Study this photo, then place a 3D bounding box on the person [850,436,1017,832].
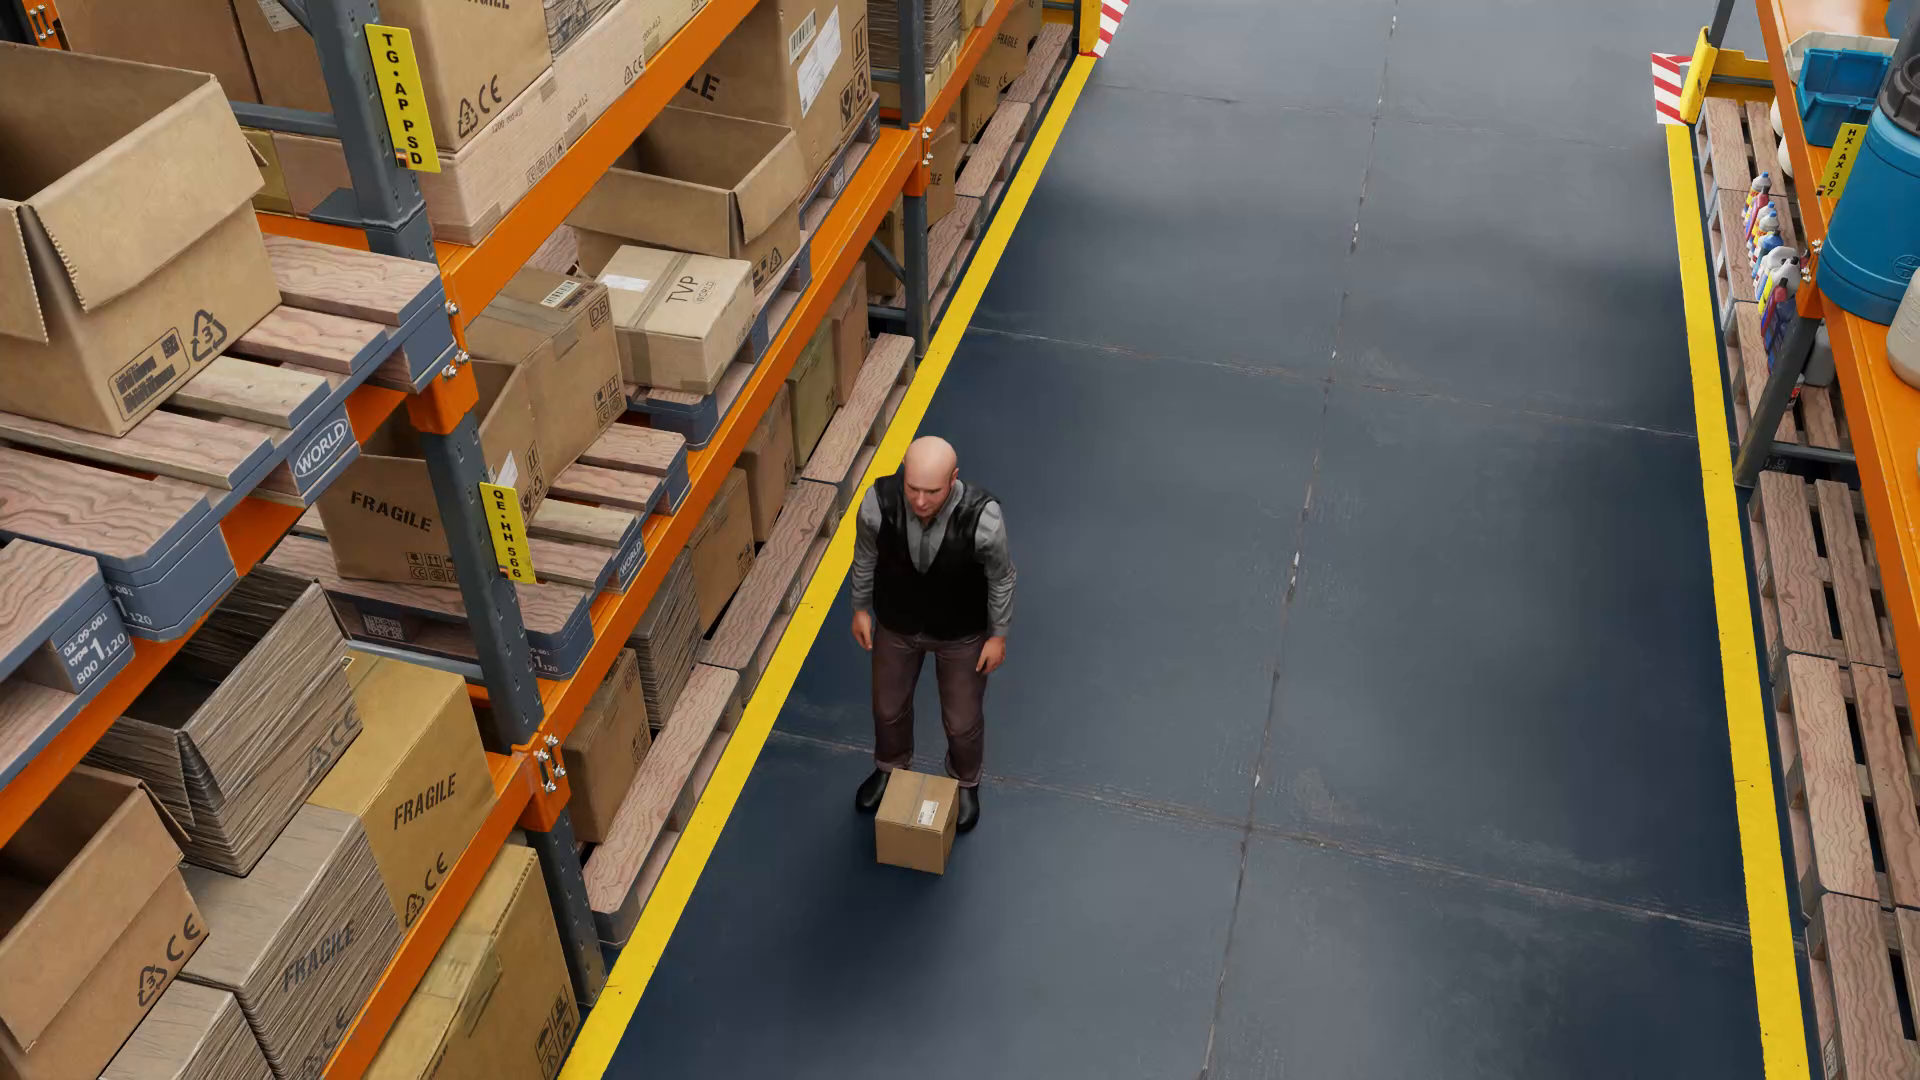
[{"bbox_3d":[-0.096,0.294,5.836,0.579,1.720,0.420,10,42,11],"label":"person"}]
